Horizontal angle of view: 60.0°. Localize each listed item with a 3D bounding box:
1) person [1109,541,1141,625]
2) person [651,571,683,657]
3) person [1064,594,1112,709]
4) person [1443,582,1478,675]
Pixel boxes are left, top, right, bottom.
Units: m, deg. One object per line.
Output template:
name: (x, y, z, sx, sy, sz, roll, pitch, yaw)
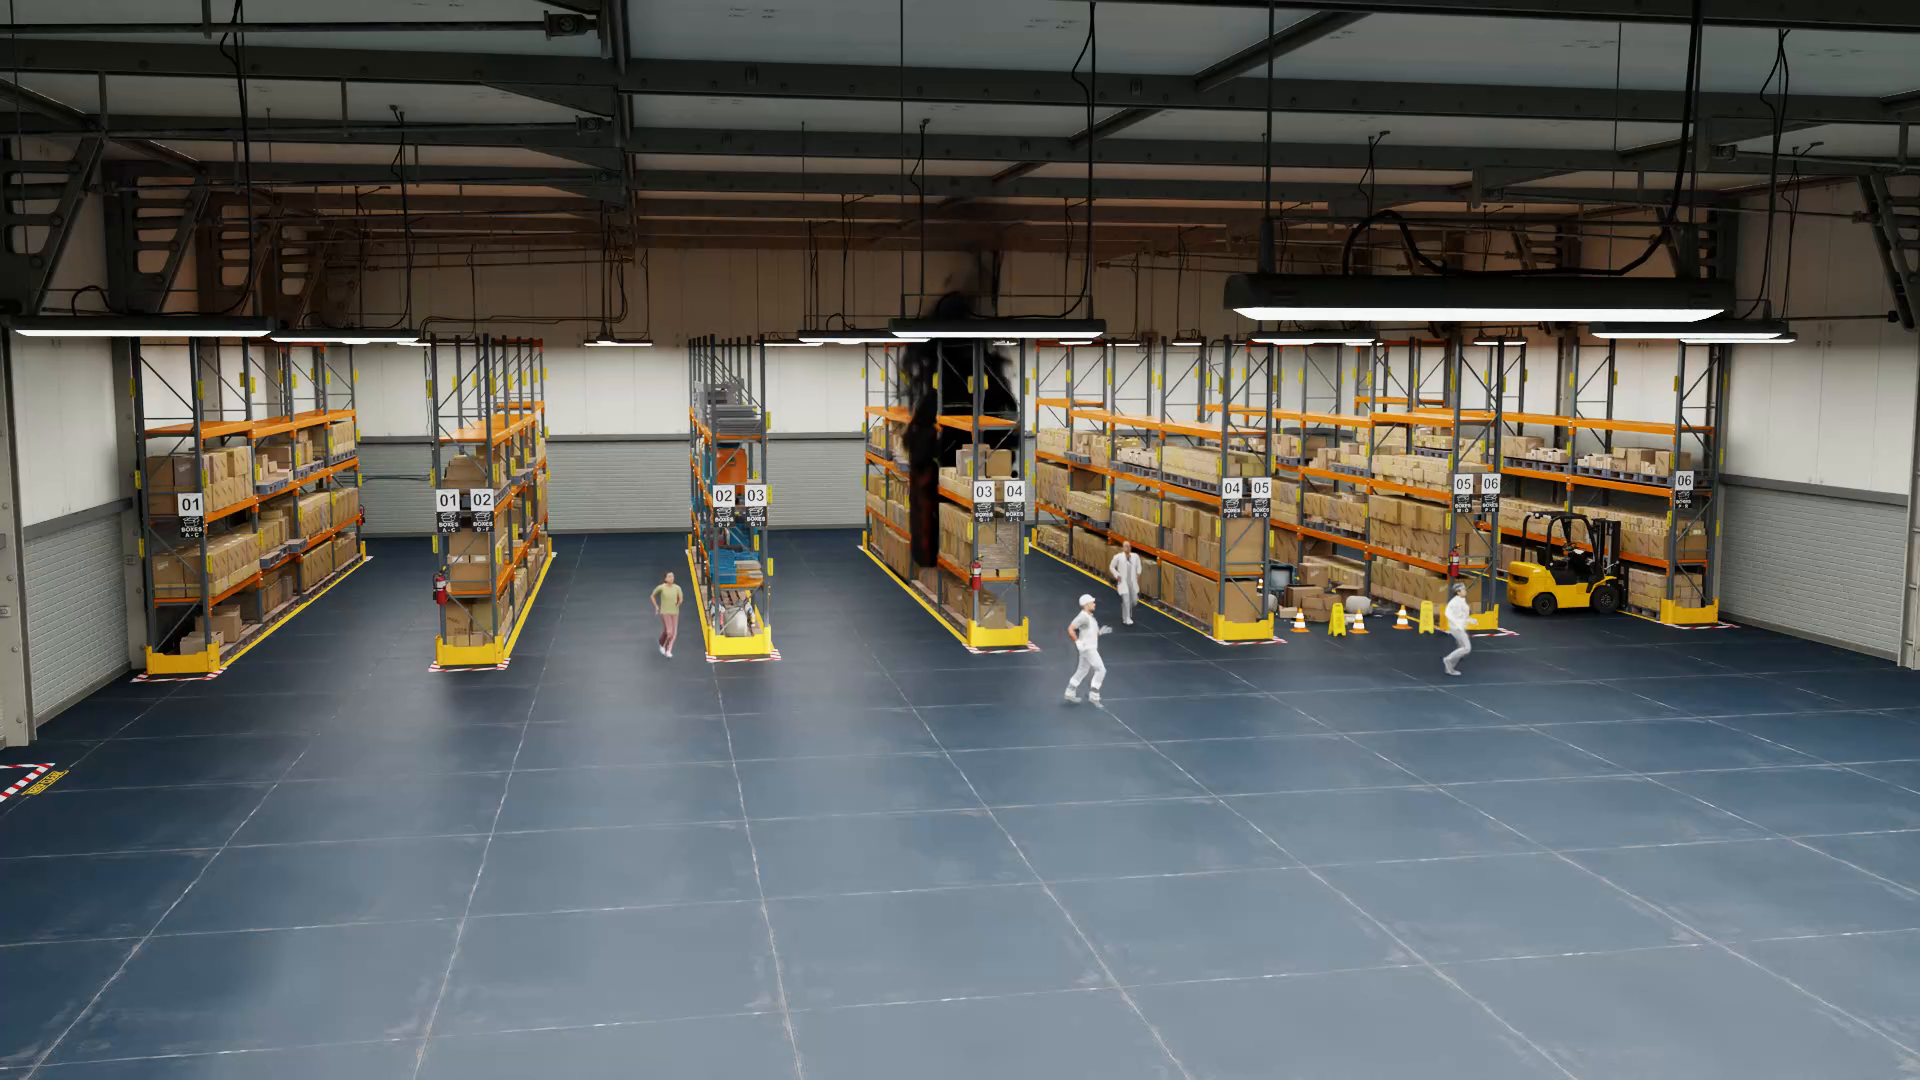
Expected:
person: (3.467, 0.885, 34.730, 0.696, 1.731, 0.639, -2, 7, -13)
person: (-5.393, 1.378, 30.881, 0.564, 1.622, 0.539, -4, 8, -30)
person: (2.048, 1.790, 26.620, 0.767, 1.846, 0.643, 1, 7, 8)
person: (8.801, 1.558, 29.202, 0.528, 1.647, 0.592, 4, 8, 30)
